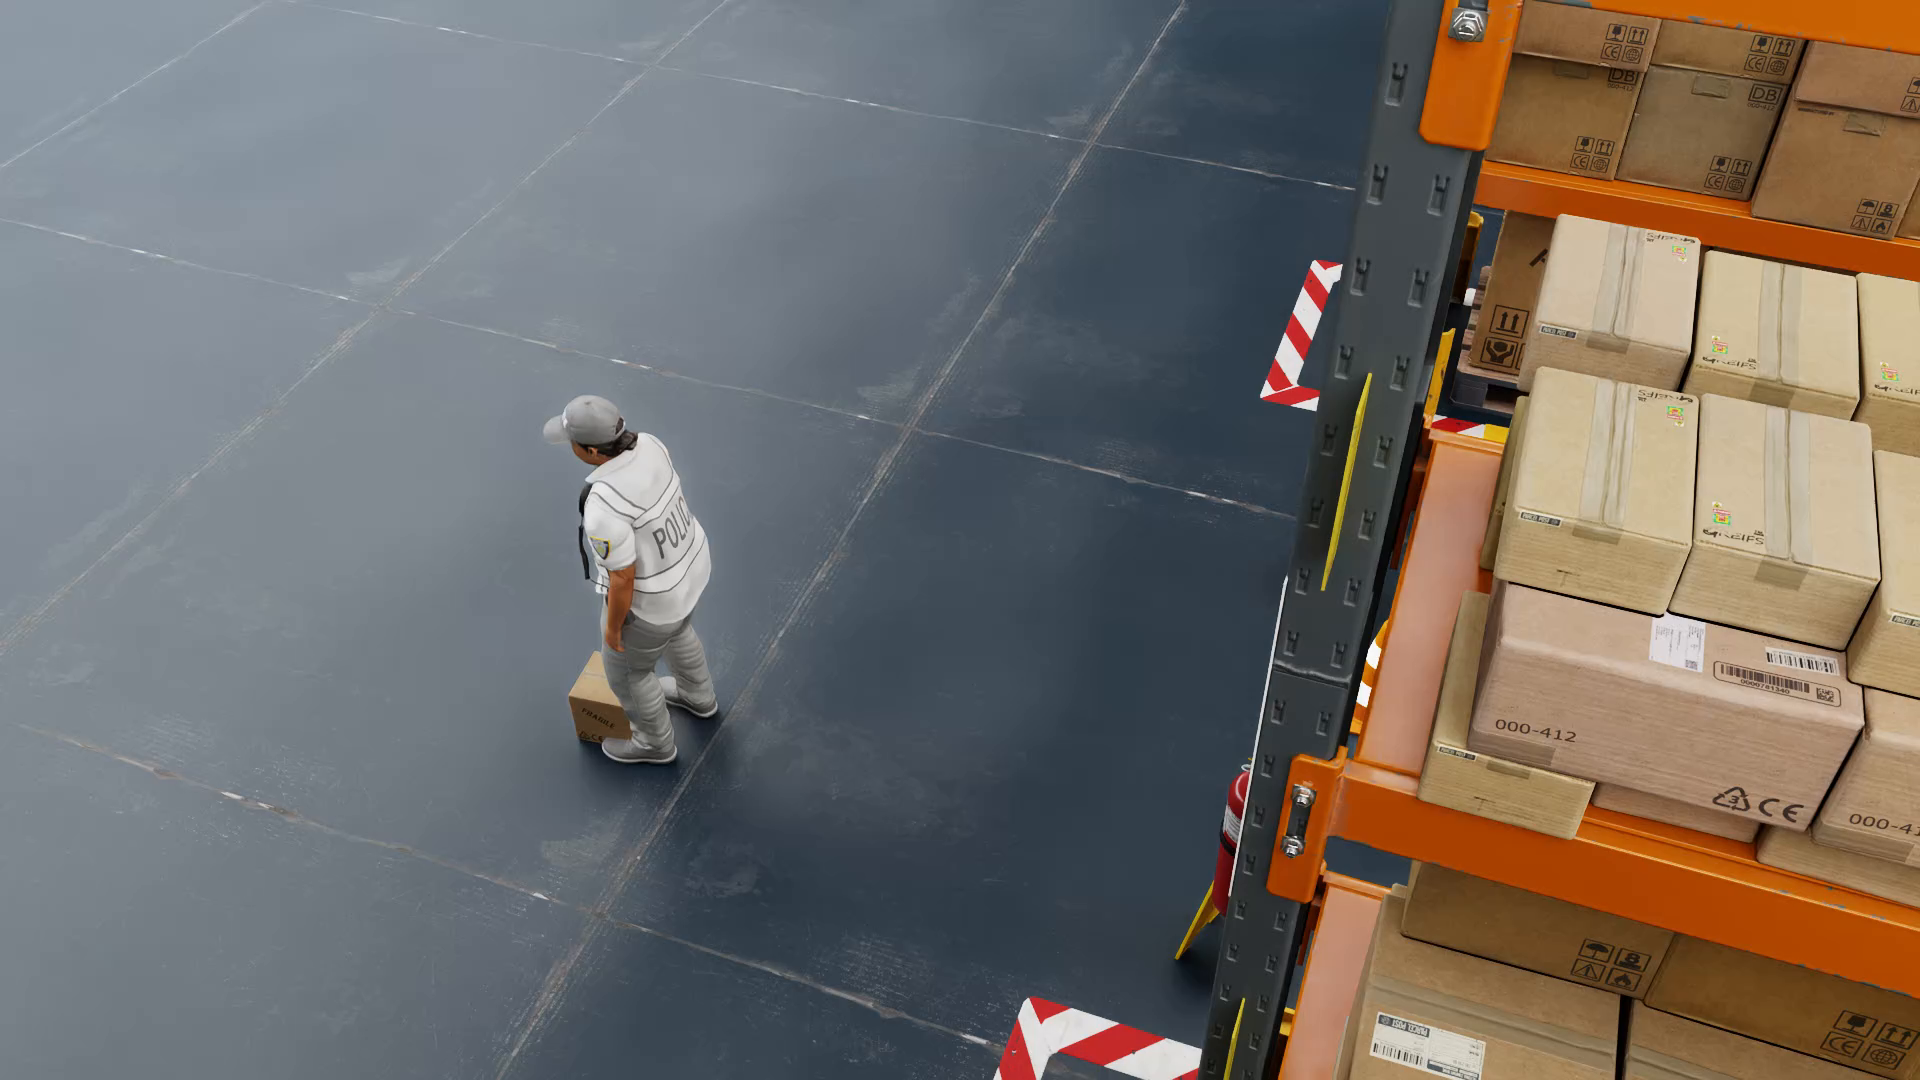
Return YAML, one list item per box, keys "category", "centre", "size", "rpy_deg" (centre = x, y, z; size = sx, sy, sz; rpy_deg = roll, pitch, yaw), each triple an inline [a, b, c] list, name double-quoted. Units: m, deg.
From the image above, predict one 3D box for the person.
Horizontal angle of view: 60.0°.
- category: "person"
  centre: [-1.145, 0.152, 5.985]
  size: [0.468, 1.665, 0.554]
  rpy_deg: [11, 43, 13]
